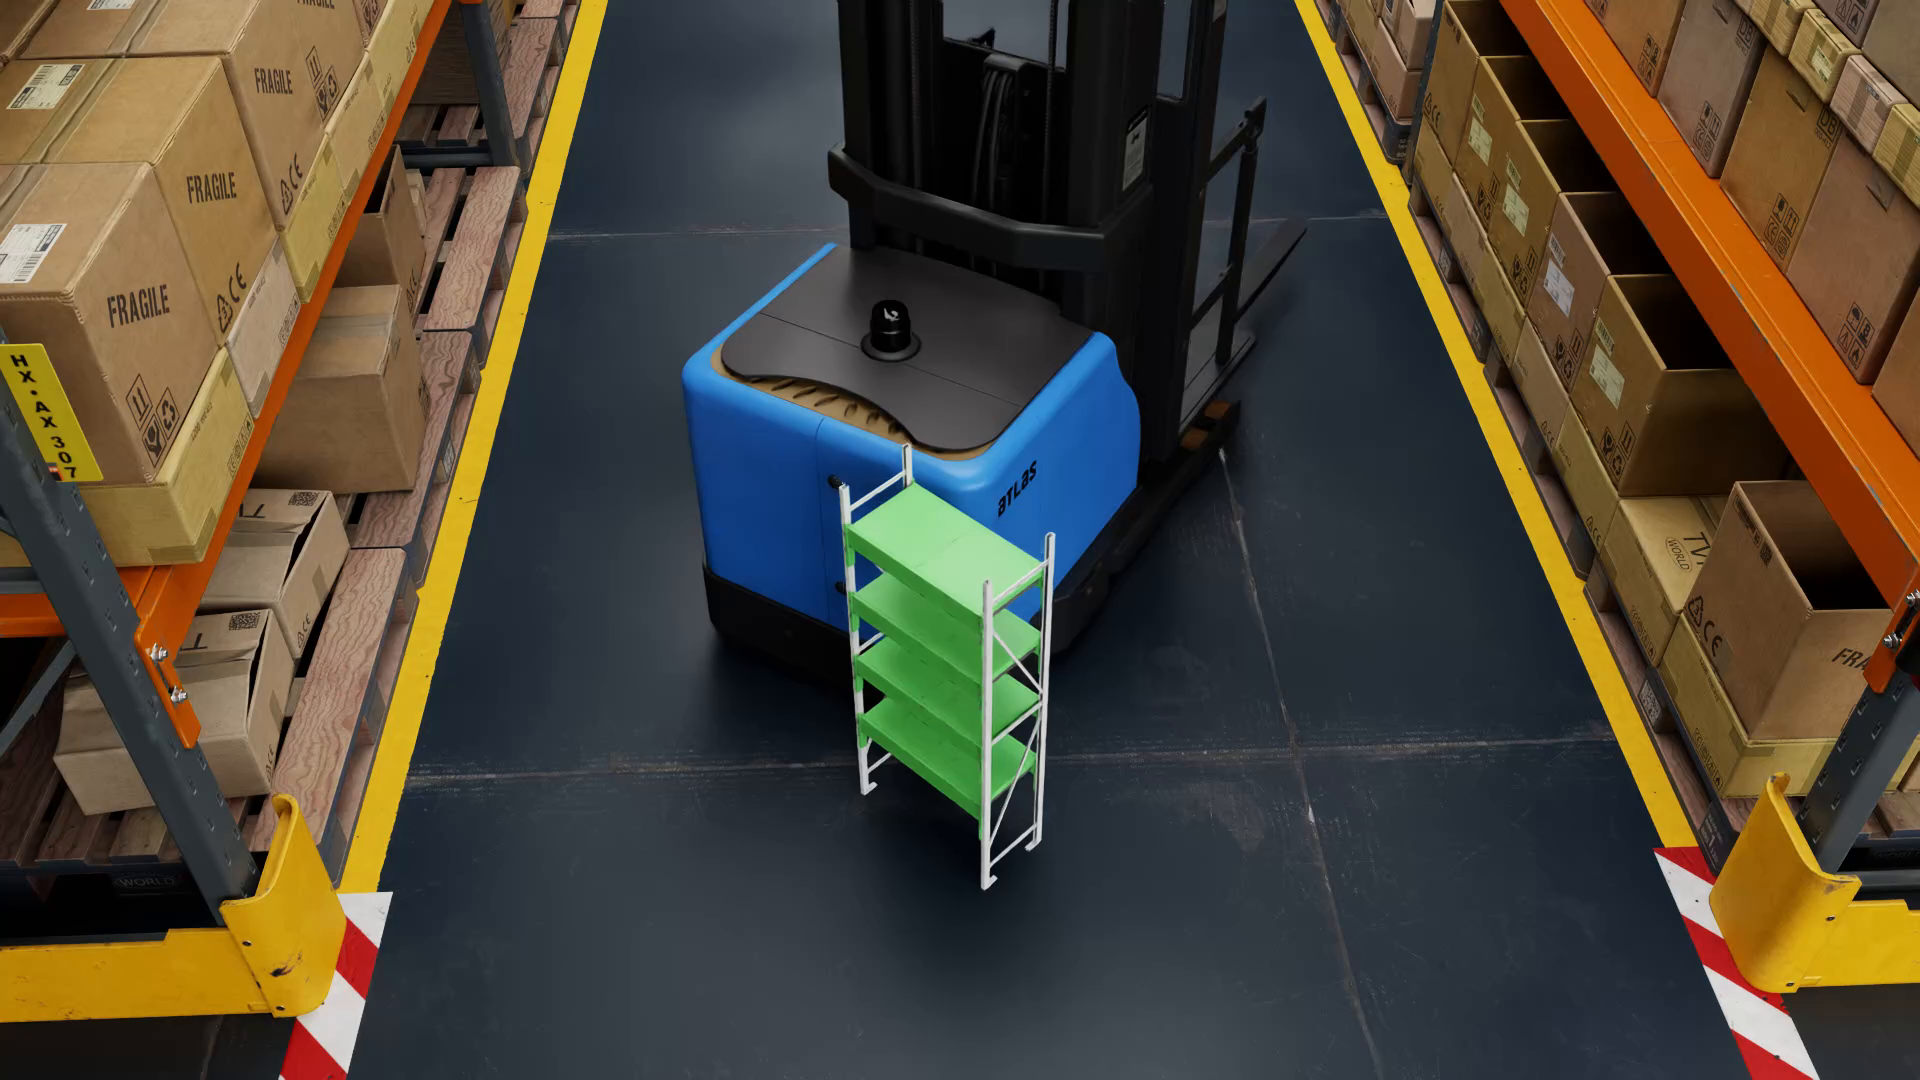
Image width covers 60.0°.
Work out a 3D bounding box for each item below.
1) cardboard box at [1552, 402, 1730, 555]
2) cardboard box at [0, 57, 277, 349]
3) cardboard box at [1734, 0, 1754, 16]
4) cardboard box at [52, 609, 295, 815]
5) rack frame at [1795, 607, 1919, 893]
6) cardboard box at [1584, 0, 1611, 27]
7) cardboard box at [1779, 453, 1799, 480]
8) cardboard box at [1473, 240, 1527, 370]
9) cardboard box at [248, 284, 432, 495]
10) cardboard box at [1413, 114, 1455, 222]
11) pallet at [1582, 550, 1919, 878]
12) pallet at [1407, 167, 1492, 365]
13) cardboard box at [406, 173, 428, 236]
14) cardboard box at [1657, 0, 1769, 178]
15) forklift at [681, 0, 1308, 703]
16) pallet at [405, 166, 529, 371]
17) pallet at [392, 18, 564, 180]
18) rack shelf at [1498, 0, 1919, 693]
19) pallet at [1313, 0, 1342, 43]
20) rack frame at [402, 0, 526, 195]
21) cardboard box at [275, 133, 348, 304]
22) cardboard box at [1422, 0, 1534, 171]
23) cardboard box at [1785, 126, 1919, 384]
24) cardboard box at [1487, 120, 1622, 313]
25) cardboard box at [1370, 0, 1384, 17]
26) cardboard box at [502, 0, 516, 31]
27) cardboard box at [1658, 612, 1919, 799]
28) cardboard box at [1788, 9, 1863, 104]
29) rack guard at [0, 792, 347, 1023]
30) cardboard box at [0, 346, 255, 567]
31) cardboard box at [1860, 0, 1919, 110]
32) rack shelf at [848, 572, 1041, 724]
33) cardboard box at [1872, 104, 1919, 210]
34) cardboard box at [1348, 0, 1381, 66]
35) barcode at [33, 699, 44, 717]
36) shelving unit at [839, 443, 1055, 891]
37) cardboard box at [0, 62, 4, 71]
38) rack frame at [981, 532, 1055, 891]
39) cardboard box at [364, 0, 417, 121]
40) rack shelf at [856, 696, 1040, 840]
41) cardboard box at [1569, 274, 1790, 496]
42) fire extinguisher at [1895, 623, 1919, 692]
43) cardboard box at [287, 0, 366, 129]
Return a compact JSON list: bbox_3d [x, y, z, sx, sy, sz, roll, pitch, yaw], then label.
[{"bbox_3d":[2.305,-0.216,5.489,0.500,0.250,0.500,-2,43,-2],"label":"cardboard box"},{"bbox_3d":[-2.001,-0.795,3.939,0.500,0.500,0.500,-2,43,-2],"label":"cardboard box"},{"bbox_3d":[2.404,-1.622,4.745,0.380,0.149,0.250,-2,43,-2],"label":"cardboard box"},{"bbox_3d":[-2.210,0.458,4.695,0.500,0.311,0.500,-6,43,-7],"label":"cardboard box"},{"bbox_3d":[2.679,-0.046,3.580,1.000,3.000,0.127,-2,43,-2],"label":"rack frame"},{"bbox_3d":[2.563,-2.128,5.778,0.700,0.500,0.500,-2,43,-2],"label":"cardboard box"},{"bbox_3d":[2.821,-0.507,5.252,0.500,0.500,0.500,-2,43,-2],"label":"cardboard box"},{"bbox_3d":[2.258,-0.891,6.226,0.500,0.250,0.500,-2,43,-2],"label":"cardboard box"},{"bbox_3d":[-2.215,-0.493,5.593,0.700,0.500,0.500,-4,43,-4],"label":"cardboard box"},{"bbox_3d":[2.226,-1.566,6.963,0.500,0.250,0.500,-2,43,-2],"label":"cardboard box"},{"bbox_3d":[2.605,0.467,5.085,1.003,0.211,1.213,-2,43,-2],"label":"pallet"},{"bbox_3d":[2.501,-1.181,6.882,1.003,0.211,1.213,-2,43,-2],"label":"pallet"},{"bbox_3d":[-2.387,-1.359,6.784,0.380,0.166,0.250,-7,43,-7],"label":"cardboard box"},{"bbox_3d":[2.603,-1.444,5.031,0.700,0.500,0.500,0,43,-1],"label":"cardboard box"},{"bbox_3d":[0.374,-1.468,5.182,1.130,2.935,3.031,22,47,22],"label":"forklift"},{"bbox_3d":[-2.376,-1.122,6.817,1.003,0.211,1.213,-2,43,-2],"label":"pallet"},{"bbox_3d":[-2.475,-2.100,7.884,1.003,0.211,1.213,-2,43,-2],"label":"pallet"},{"bbox_3d":[2.594,-1.131,5.297,1.077,0.370,4.000,-2,43,-2],"label":"rack shelf"},{"bbox_3d":[2.384,-3.041,8.911,1.003,0.211,1.213,-2,43,-2],"label":"pallet"},{"bbox_3d":[-2.440,-2.602,6.369,1.000,3.000,0.127,-2,43,-2],"label":"rack frame"},{"bbox_3d":[-2.026,-0.886,4.593,0.500,0.250,0.500,-2,43,-2],"label":"cardboard box"},{"bbox_3d":[2.216,-1.842,6.709,0.500,0.500,0.500,-2,43,-2],"label":"cardboard box"},{"bbox_3d":[2.645,-0.753,4.278,0.700,0.500,0.500,-1,43,-1],"label":"cardboard box"},{"bbox_3d":[2.258,-1.167,5.972,0.500,0.500,0.500,-2,43,-2],"label":"cardboard box"},{"bbox_3d":[2.177,-2.711,7.797,0.500,0.311,0.500,-1,43,-1],"label":"cardboard box"},{"bbox_3d":[-2.560,-2.686,7.985,0.700,0.500,0.500,-2,43,-3],"label":"cardboard box"},{"bbox_3d":[2.361,0.459,4.753,0.500,0.250,0.500,-2,43,-2],"label":"cardboard box"},{"bbox_3d":[2.429,-1.271,4.363,0.380,0.149,0.250,0,43,0],"label":"cardboard box"},{"bbox_3d":[-2.273,0.969,4.323,1.175,0.500,0.348,-2,43,-2],"label":"rack guard"},{"bbox_3d":[-1.974,-0.192,3.836,0.500,0.250,0.500,-3,43,-3],"label":"cardboard box"},{"bbox_3d":[2.642,-1.267,3.879,0.700,0.500,0.500,-3,43,-3],"label":"cardboard box"},{"bbox_3d":[-0.034,0.239,4.339,0.480,0.148,0.258,33,52,31],"label":"rack shelf"},{"bbox_3d":[2.449,-0.924,3.984,0.380,0.149,0.250,-2,43,-2],"label":"cardboard box"},{"bbox_3d":[2.182,-2.501,7.983,0.500,0.250,0.500,-2,43,-2],"label":"cardboard box"},{"bbox_3d":[-2.610,0.454,4.693,0.001,0.075,0.075,-2,43,-2],"label":"barcode"},{"bbox_3d":[-0.033,0.369,4.458,0.503,1.200,0.258,33,52,31],"label":"shelving unit"},{"bbox_3d":[-2.514,-0.782,3.925,0.500,0.500,0.500,-1,43,-1],"label":"cardboard box"},{"bbox_3d":[0.144,0.483,4.334,0.015,1.200,0.240,33,52,31],"label":"rack frame"},{"bbox_3d":[-2.067,-1.567,5.336,0.500,0.250,0.500,-2,43,-2],"label":"cardboard box"},{"bbox_3d":[-0.031,0.592,4.665,0.480,0.148,0.258,33,52,31],"label":"rack shelf"},{"bbox_3d":[2.302,-0.492,5.236,0.500,0.500,0.500,-2,43,-2],"label":"cardboard box"},{"bbox_3d":[2.220,0.075,3.505,0.296,0.674,0.183,-2,43,-2],"label":"fire extinguisher"},{"bbox_3d":[-2.051,-1.492,4.699,0.500,0.500,0.500,0,43,0],"label":"cardboard box"}]
